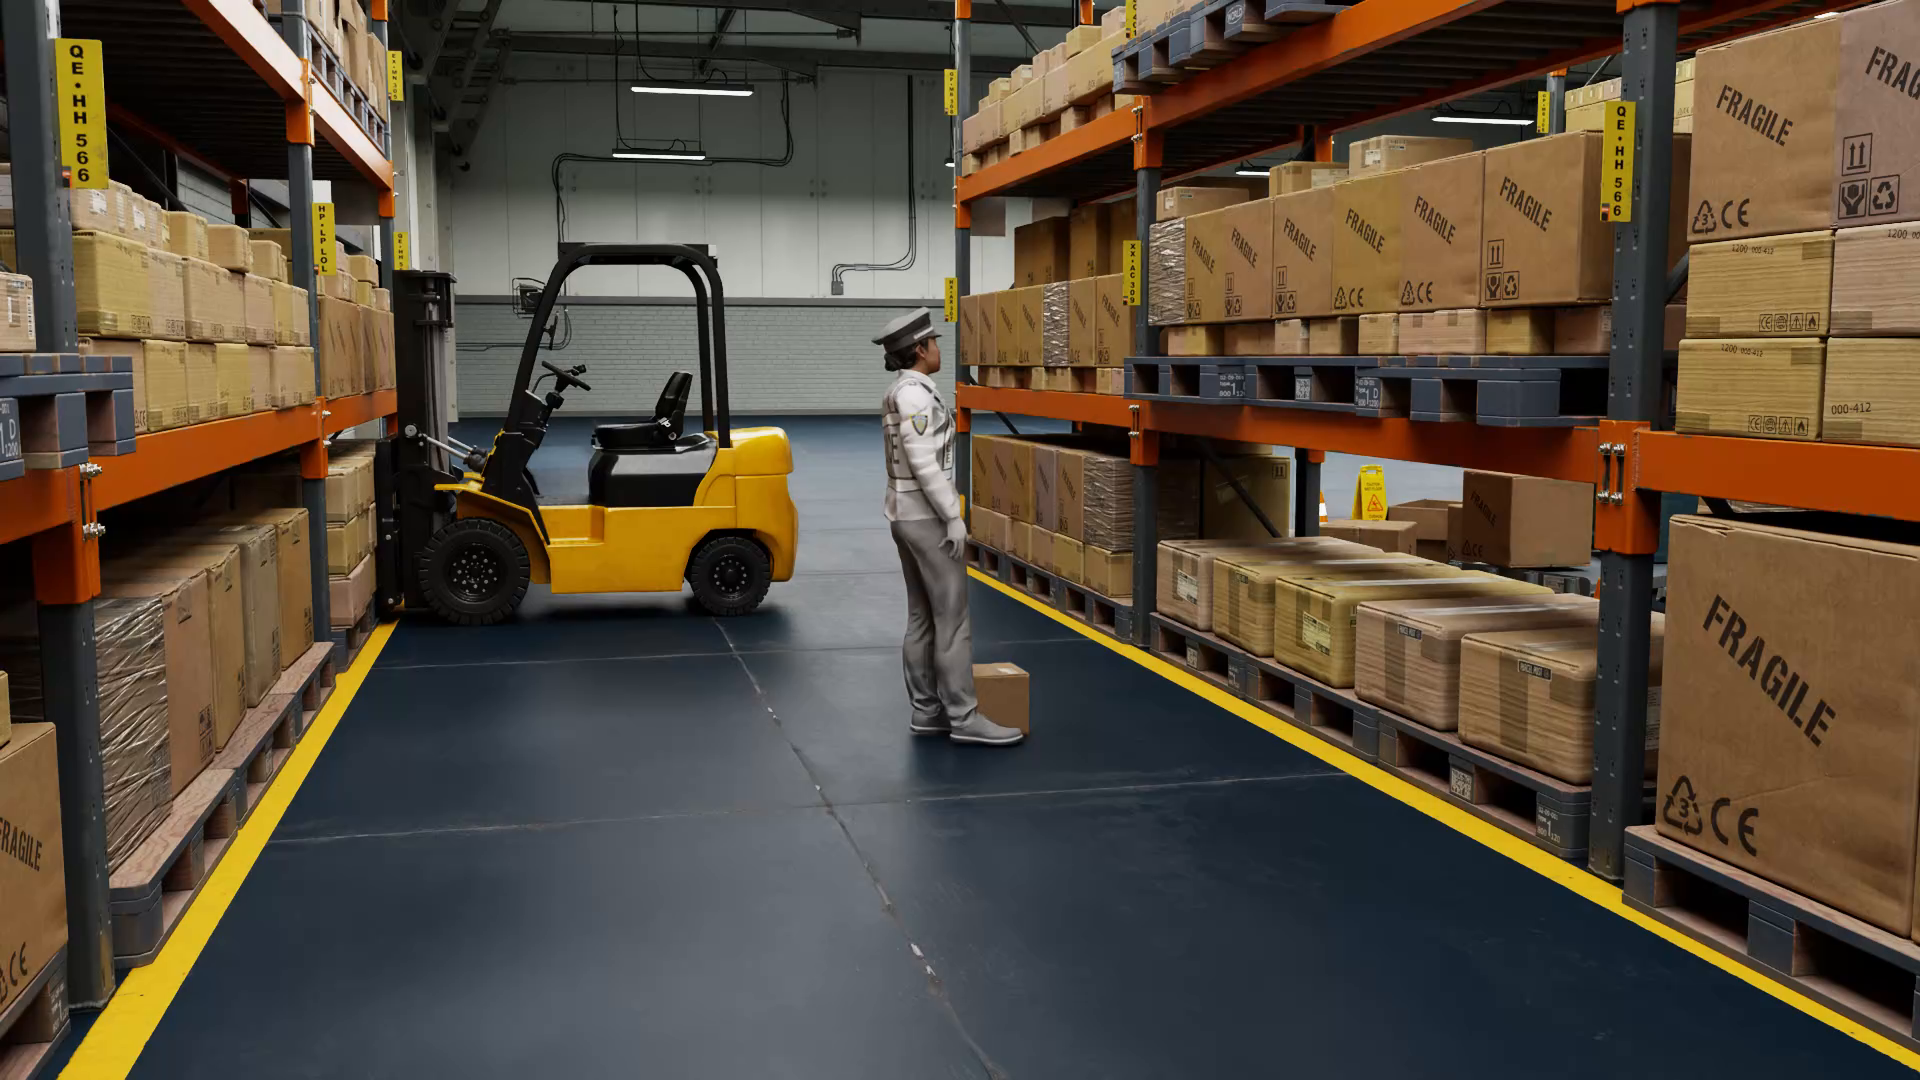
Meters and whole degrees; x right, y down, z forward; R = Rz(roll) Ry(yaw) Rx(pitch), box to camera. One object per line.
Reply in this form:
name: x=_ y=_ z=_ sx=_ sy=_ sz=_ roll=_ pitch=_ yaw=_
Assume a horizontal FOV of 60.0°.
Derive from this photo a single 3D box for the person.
person: x=-0.069 y=-0.070 z=6.583 sx=0.534 sy=1.695 sz=0.581 roll=-2 pitch=6 yaw=-14
